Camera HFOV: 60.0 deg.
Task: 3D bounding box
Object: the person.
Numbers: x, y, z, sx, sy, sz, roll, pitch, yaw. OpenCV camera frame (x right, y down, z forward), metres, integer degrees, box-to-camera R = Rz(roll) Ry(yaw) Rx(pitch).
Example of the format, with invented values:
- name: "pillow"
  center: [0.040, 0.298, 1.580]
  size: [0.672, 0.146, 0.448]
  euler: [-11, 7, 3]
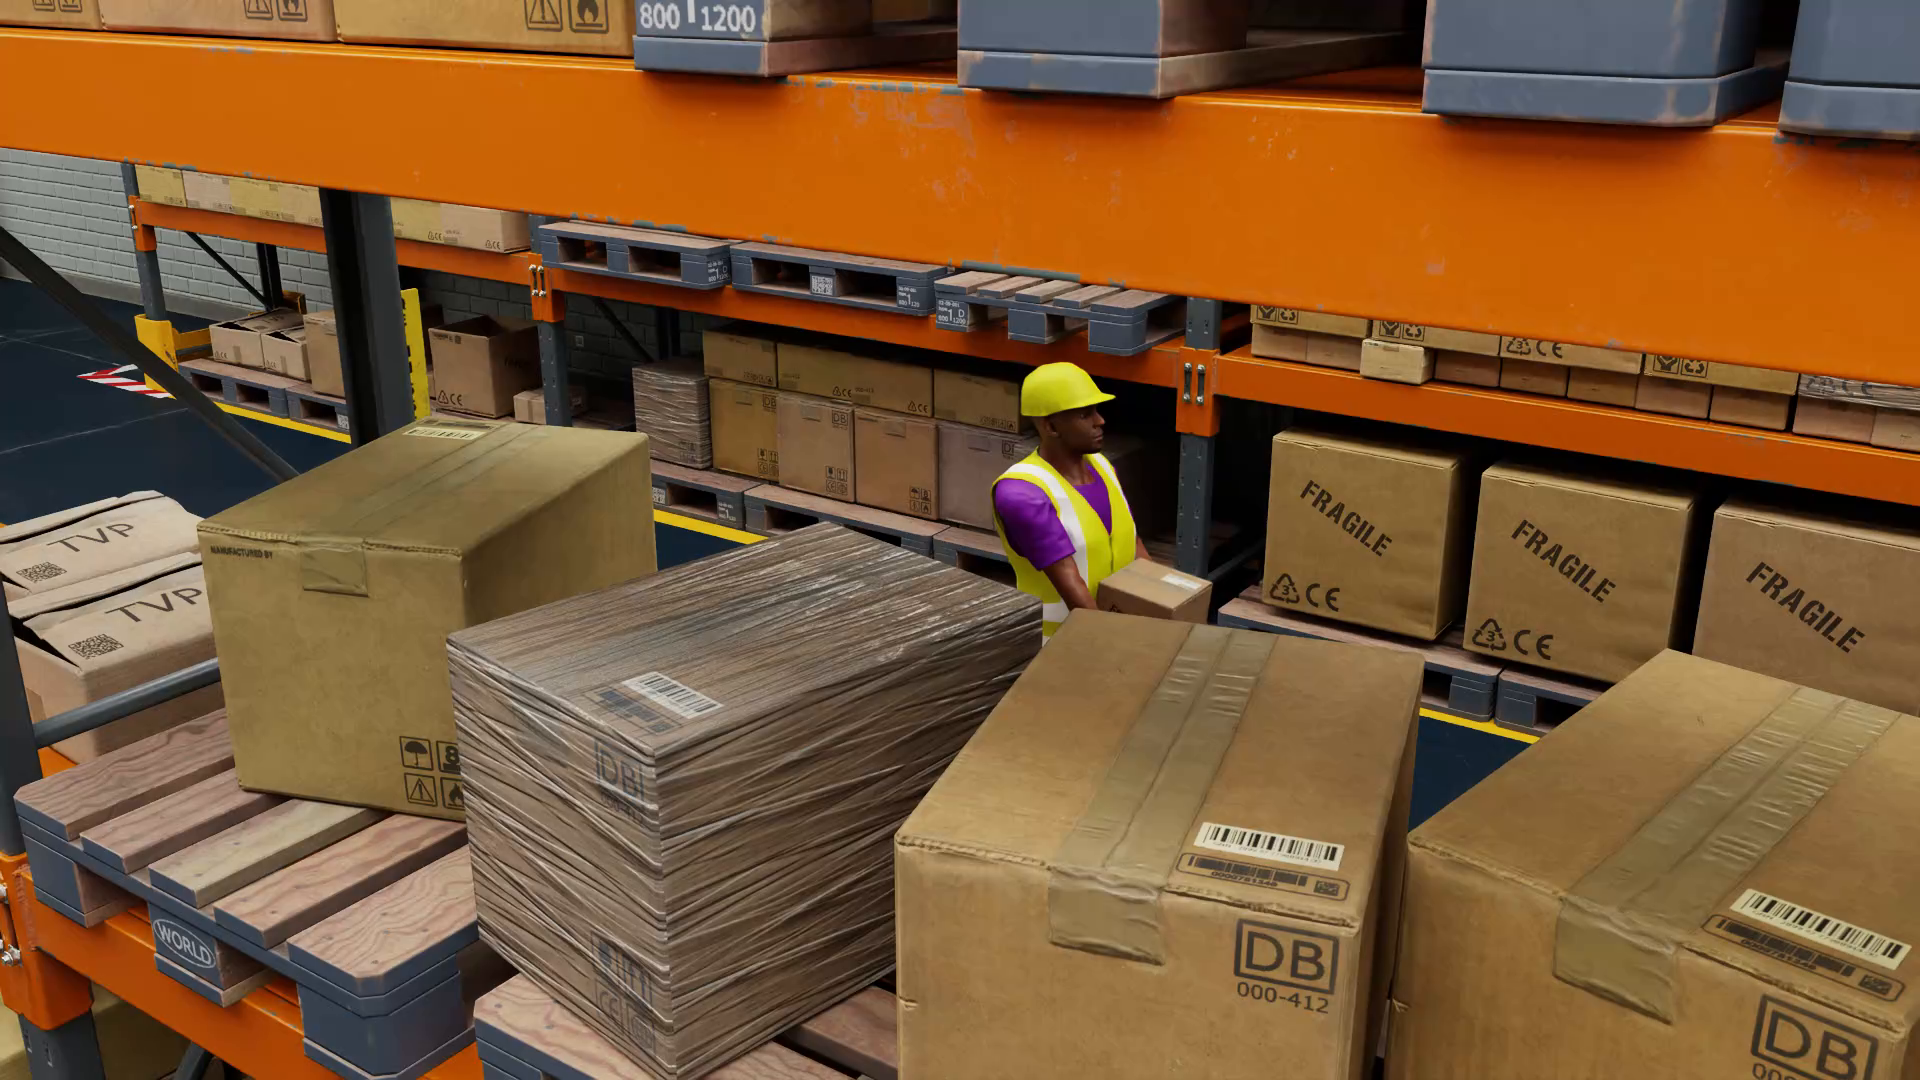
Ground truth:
- name: "person"
  center: [0.421, 0.341, 5.093]
  size: [0.577, 1.760, 0.503]
  euler: [13, 24, 33]
